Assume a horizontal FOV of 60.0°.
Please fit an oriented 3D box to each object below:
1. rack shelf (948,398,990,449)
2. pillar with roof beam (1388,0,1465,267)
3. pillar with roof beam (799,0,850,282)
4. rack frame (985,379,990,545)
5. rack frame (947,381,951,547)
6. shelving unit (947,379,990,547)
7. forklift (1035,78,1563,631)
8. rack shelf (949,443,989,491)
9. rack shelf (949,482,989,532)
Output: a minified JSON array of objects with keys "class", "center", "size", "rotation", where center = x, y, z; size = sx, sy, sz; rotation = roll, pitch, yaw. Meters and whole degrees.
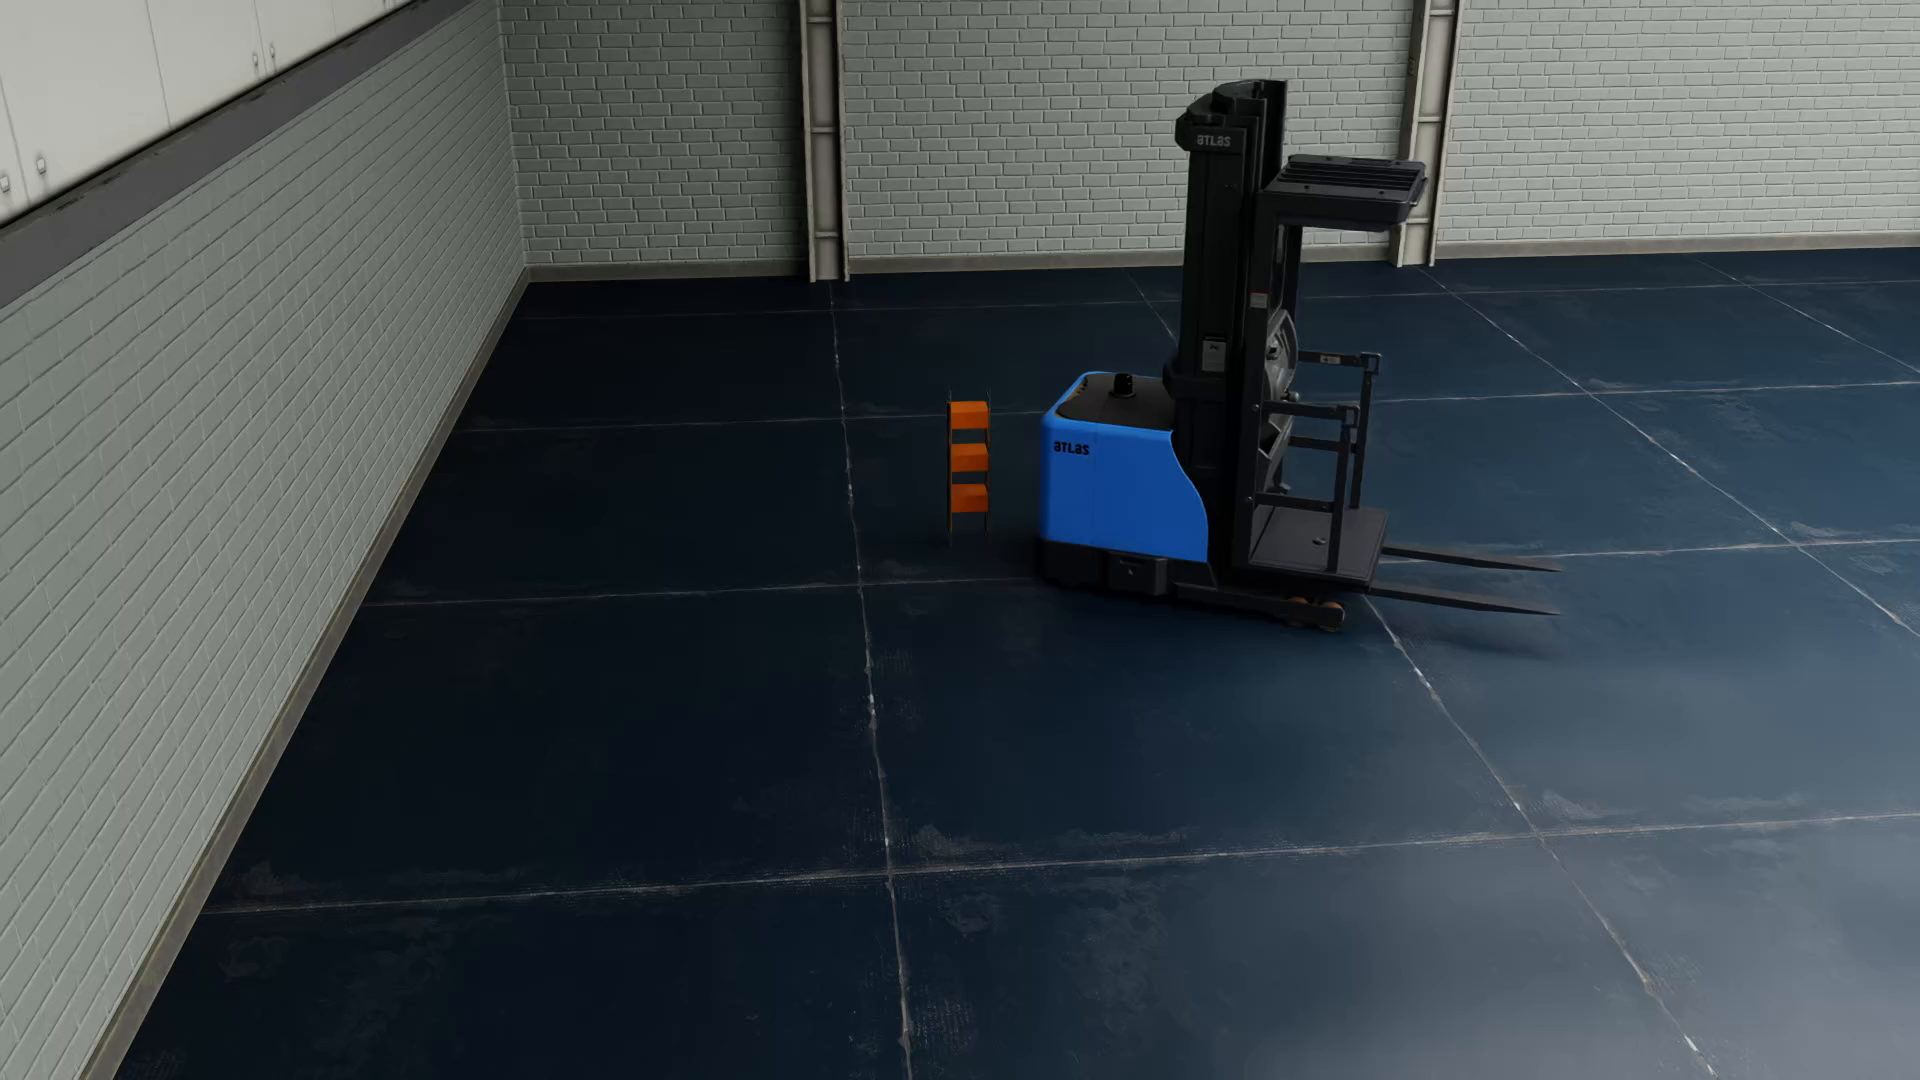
[{"class":"rack shelf","center":[0.053,-0.732,10.431],"size":[0.240,0.259,0.215],"rotation":[-2,24,-5]},{"class":"pillar with roof beam","center":[5.083,-5.242,11.464],"size":[0.400,9.000,9.100],"rotation":[-2,24,-5]},{"class":"pillar with roof beam","center":[-0.888,-5.003,10.926],"size":[0.400,9.000,9.100],"rotation":[-2,24,-5]},{"class":"rack frame","center":[0.175,-0.487,10.552],"size":[0.008,1.050,0.200],"rotation":[-2,24,-5]},{"class":"rack frame","center":[-0.068,-0.477,10.531],"size":[0.008,1.050,0.200],"rotation":[-2,24,-5]},{"class":"shelving unit","center":[0.053,-0.482,10.542],"size":[0.252,1.050,0.215],"rotation":[-2,24,-5]},{"class":"forklift","center":[2.032,-1.057,9.520],"size":[3.031,2.935,1.130],"rotation":[8,25,18]},{"class":"rack shelf","center":[0.053,-0.472,10.546],"size":[0.240,0.259,0.215],"rotation":[-2,24,-5]},{"class":"rack shelf","center":[0.053,-0.218,10.659],"size":[0.240,0.259,0.215],"rotation":[-2,24,-5]}]
